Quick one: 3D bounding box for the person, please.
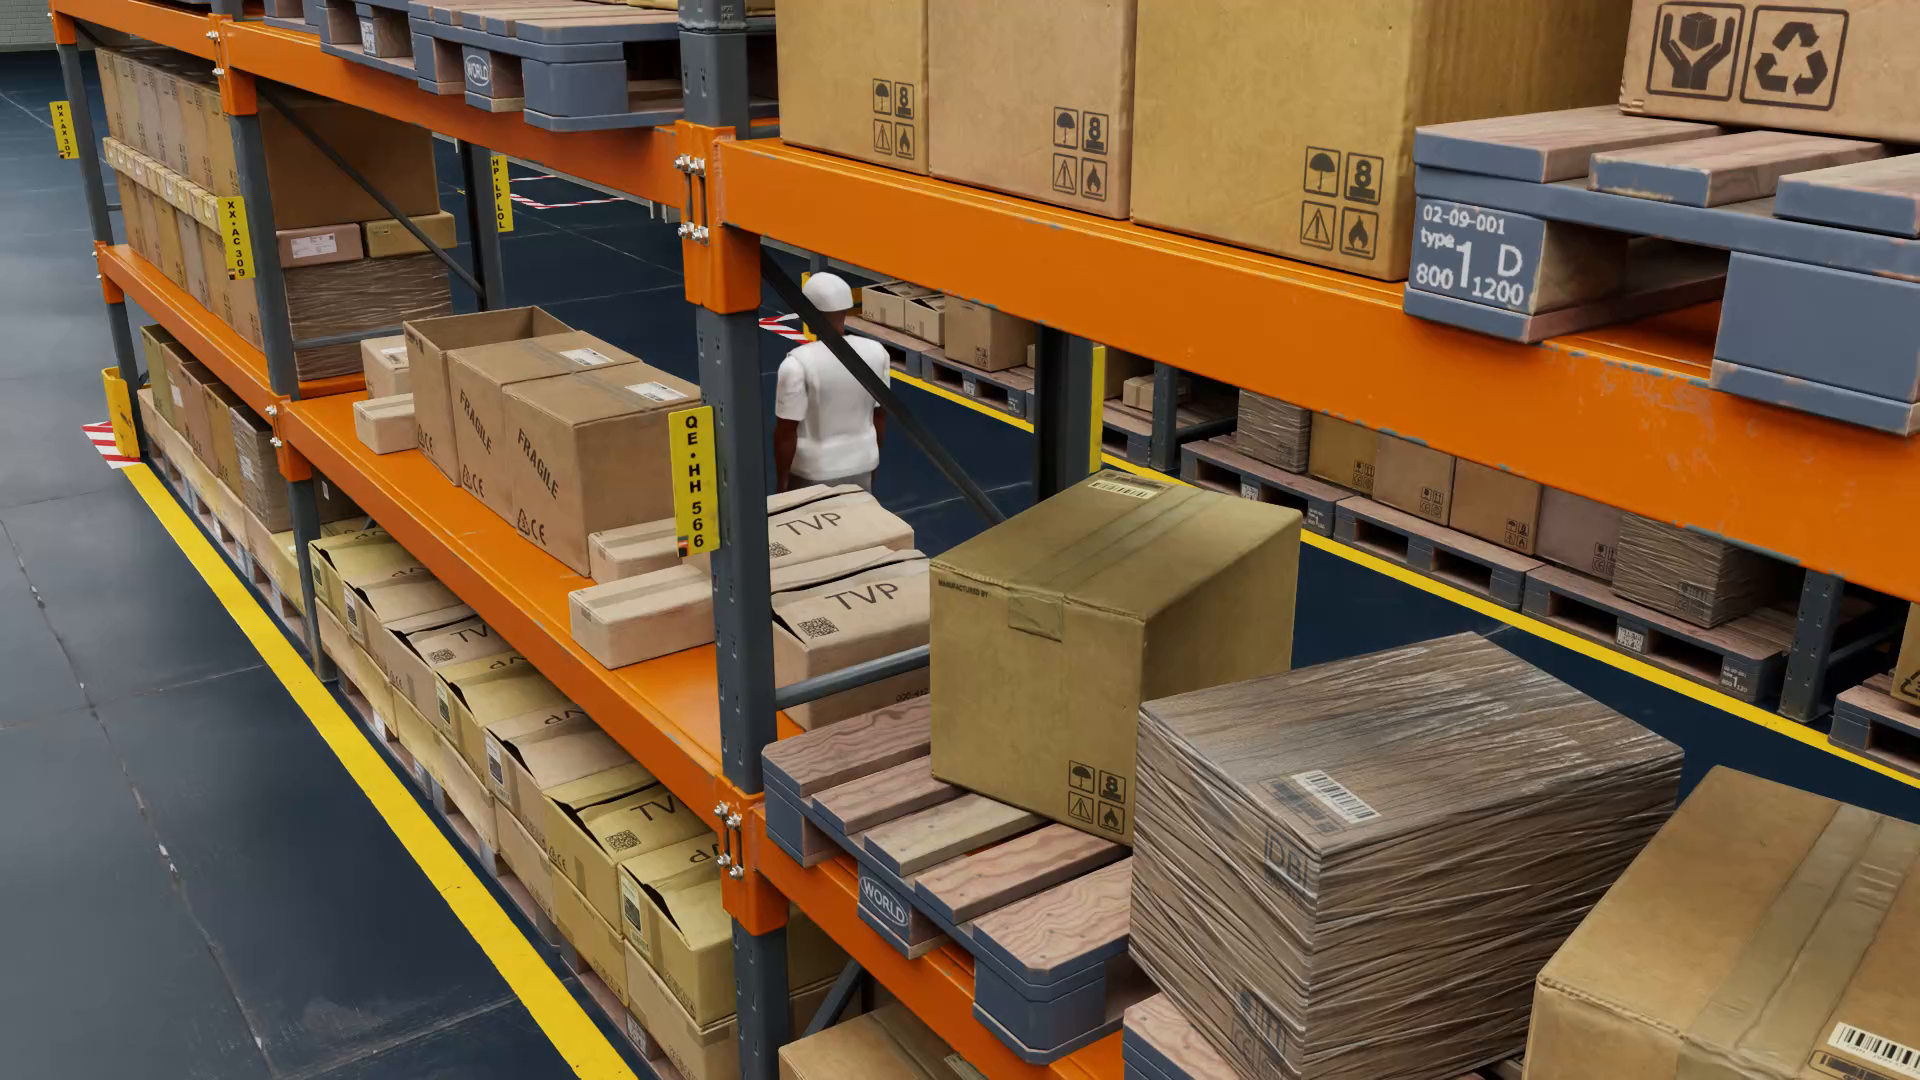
[{"bbox_3d":[-0.578,-0.310,7.352,0.562,1.762,0.365,-14,25,-32],"label":"person"}]
